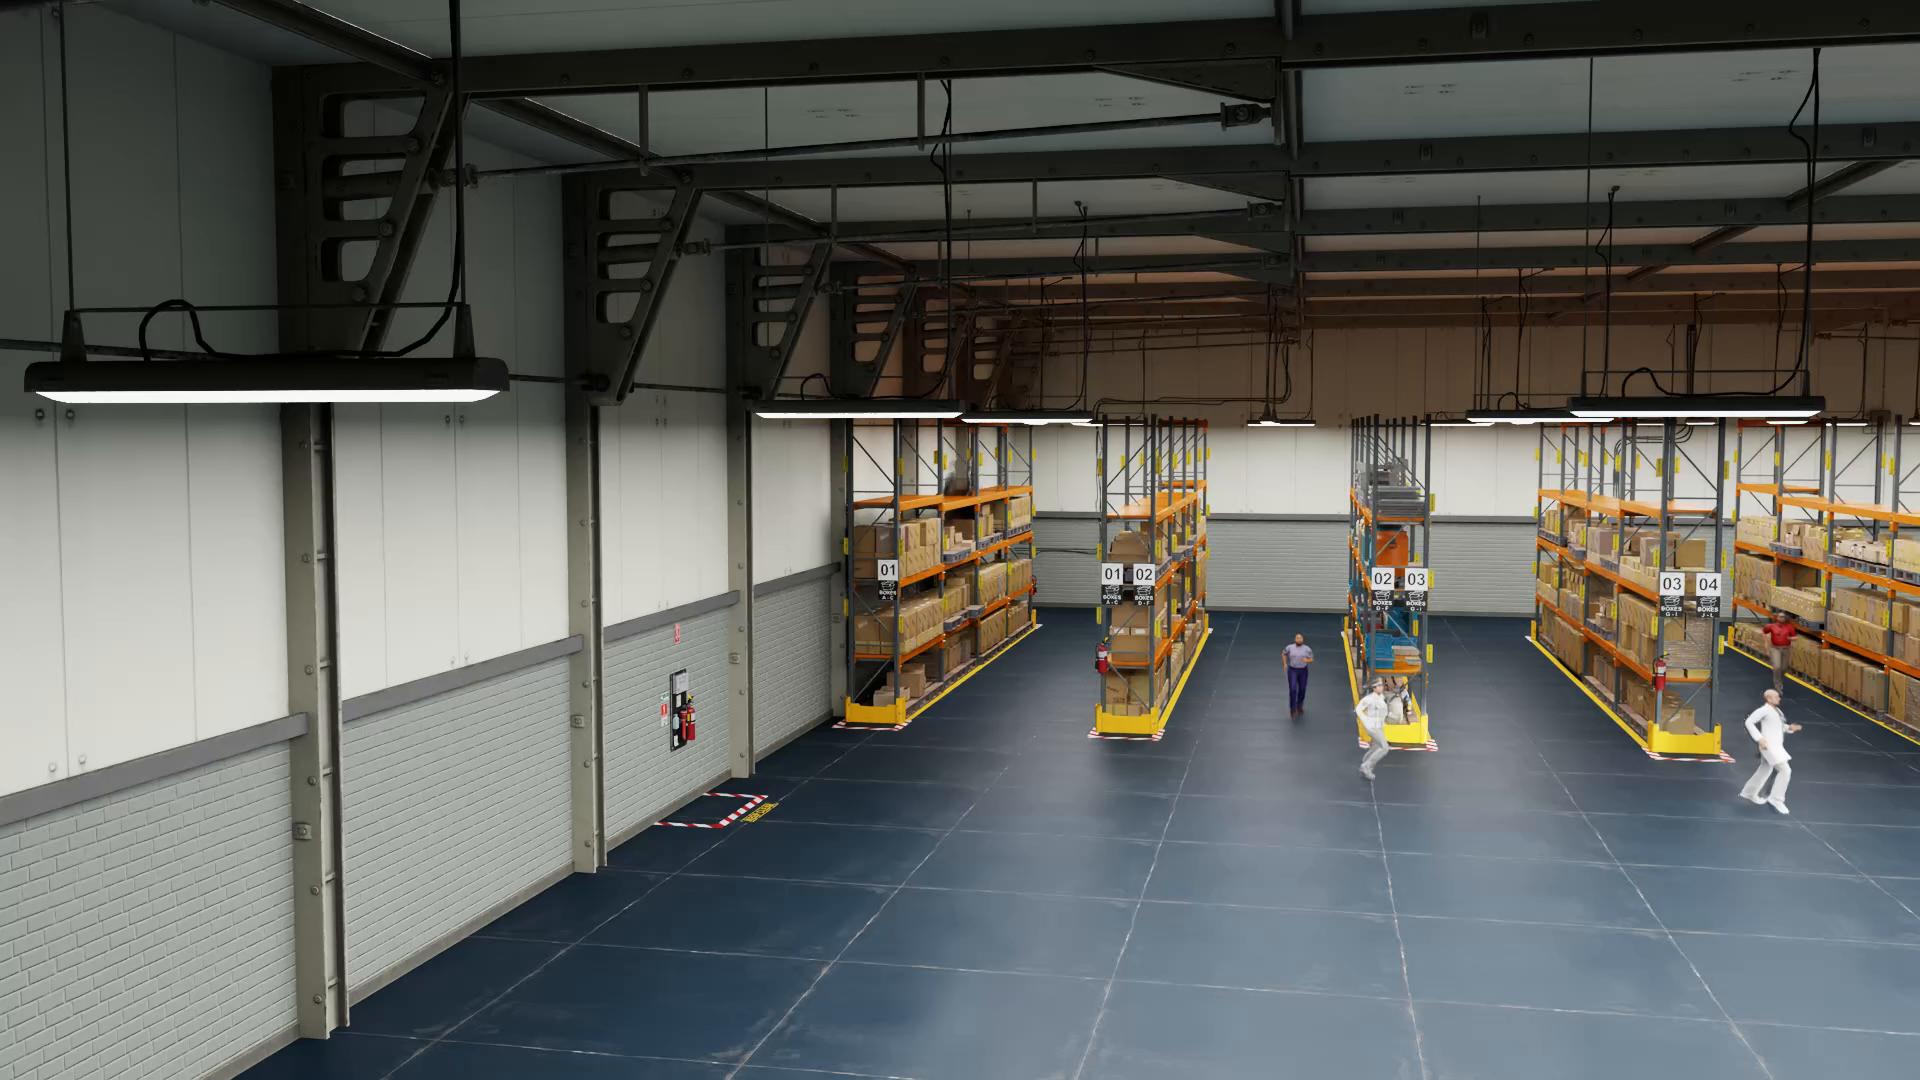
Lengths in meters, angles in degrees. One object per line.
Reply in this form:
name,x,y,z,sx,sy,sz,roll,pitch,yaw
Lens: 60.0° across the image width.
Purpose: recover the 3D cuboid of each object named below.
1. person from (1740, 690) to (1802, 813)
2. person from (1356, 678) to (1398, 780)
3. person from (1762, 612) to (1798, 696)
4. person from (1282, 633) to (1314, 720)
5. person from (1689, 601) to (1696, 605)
person,12.195,3.171,25.028,0.835,1.849,0.669,3,5,37
person,6.826,3.073,27.157,0.616,1.674,0.589,3,5,38
person,17.789,2.450,36.058,0.651,1.765,0.906,1,4,9
person,6.737,2.695,33.147,0.581,1.709,0.771,0,4,3
person,18.819,2.018,42.628,0.690,1.774,0.926,1,4,18
